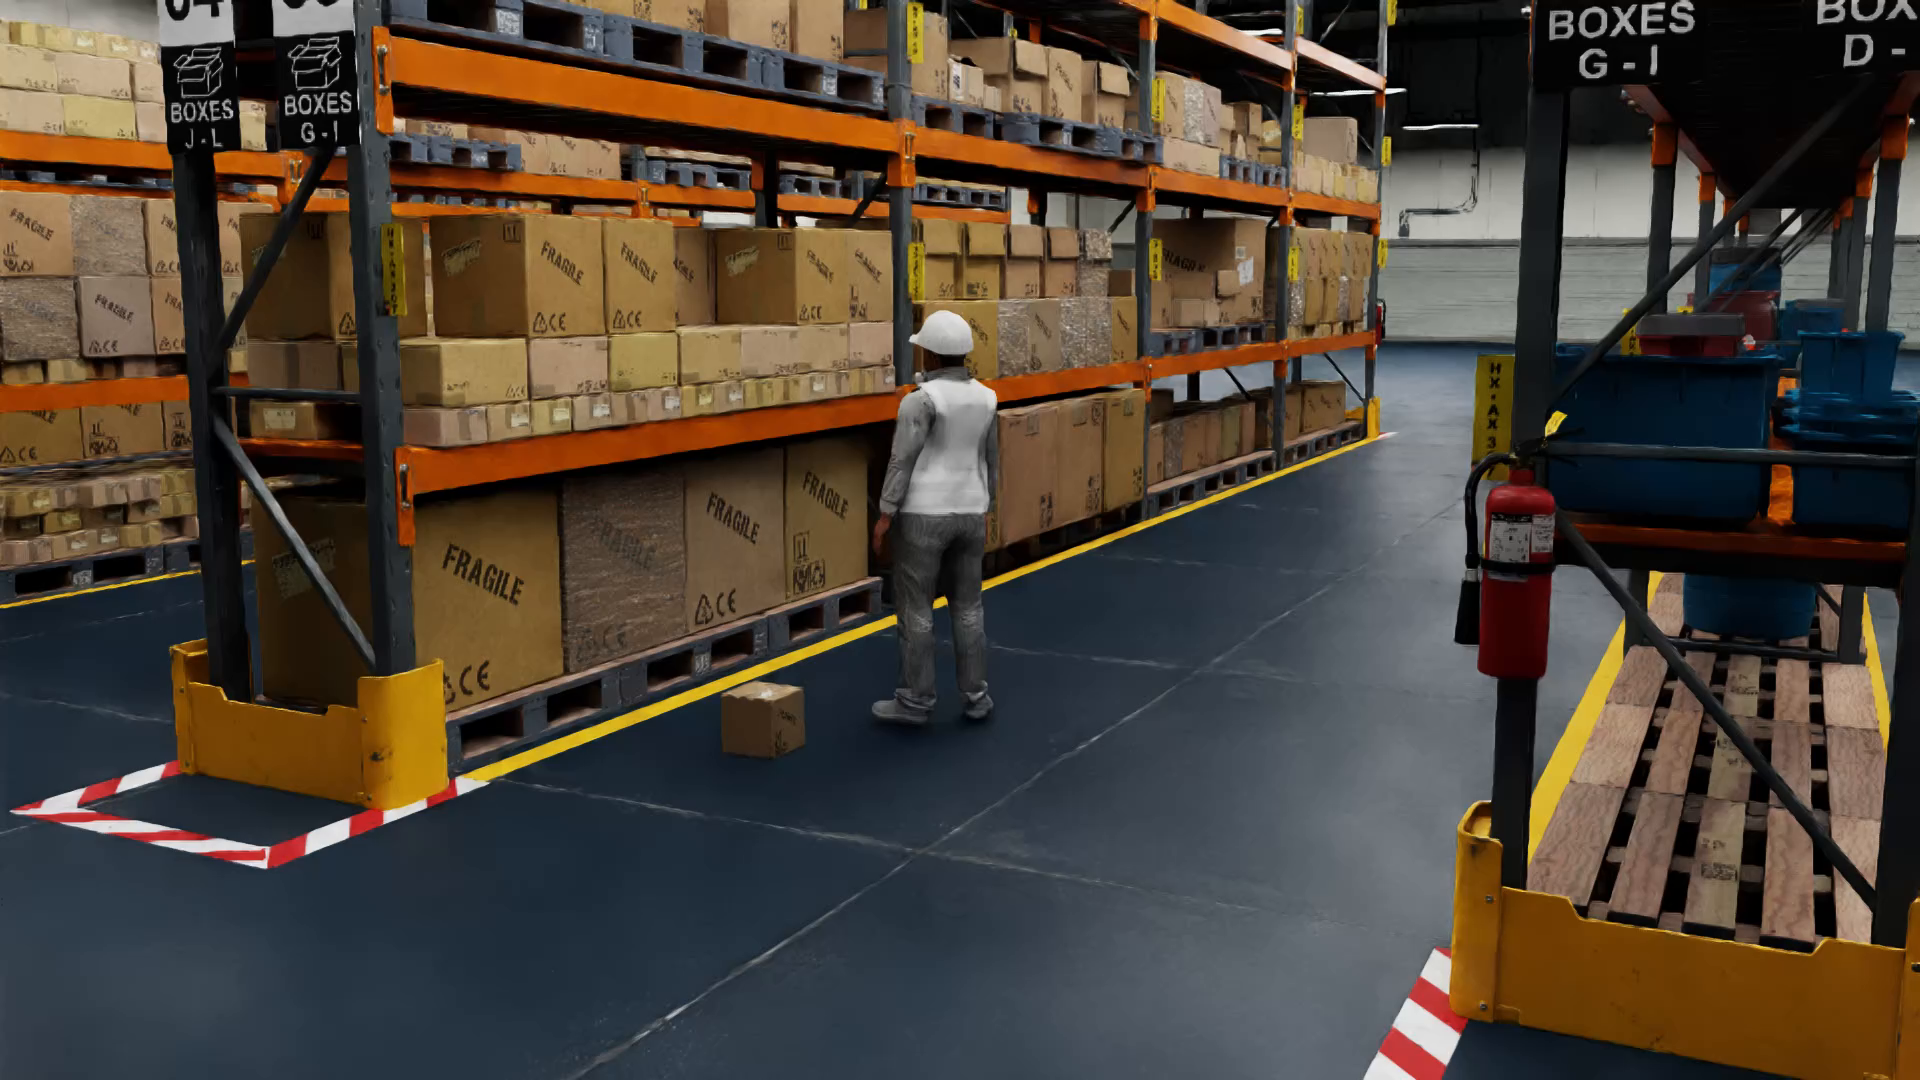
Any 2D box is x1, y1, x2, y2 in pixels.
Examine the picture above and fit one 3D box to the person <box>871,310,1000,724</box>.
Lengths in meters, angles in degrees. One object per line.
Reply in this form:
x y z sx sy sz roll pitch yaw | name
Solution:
-0.097 -0.098 7.225 0.628 1.783 0.379 -7 11 -38 | person
